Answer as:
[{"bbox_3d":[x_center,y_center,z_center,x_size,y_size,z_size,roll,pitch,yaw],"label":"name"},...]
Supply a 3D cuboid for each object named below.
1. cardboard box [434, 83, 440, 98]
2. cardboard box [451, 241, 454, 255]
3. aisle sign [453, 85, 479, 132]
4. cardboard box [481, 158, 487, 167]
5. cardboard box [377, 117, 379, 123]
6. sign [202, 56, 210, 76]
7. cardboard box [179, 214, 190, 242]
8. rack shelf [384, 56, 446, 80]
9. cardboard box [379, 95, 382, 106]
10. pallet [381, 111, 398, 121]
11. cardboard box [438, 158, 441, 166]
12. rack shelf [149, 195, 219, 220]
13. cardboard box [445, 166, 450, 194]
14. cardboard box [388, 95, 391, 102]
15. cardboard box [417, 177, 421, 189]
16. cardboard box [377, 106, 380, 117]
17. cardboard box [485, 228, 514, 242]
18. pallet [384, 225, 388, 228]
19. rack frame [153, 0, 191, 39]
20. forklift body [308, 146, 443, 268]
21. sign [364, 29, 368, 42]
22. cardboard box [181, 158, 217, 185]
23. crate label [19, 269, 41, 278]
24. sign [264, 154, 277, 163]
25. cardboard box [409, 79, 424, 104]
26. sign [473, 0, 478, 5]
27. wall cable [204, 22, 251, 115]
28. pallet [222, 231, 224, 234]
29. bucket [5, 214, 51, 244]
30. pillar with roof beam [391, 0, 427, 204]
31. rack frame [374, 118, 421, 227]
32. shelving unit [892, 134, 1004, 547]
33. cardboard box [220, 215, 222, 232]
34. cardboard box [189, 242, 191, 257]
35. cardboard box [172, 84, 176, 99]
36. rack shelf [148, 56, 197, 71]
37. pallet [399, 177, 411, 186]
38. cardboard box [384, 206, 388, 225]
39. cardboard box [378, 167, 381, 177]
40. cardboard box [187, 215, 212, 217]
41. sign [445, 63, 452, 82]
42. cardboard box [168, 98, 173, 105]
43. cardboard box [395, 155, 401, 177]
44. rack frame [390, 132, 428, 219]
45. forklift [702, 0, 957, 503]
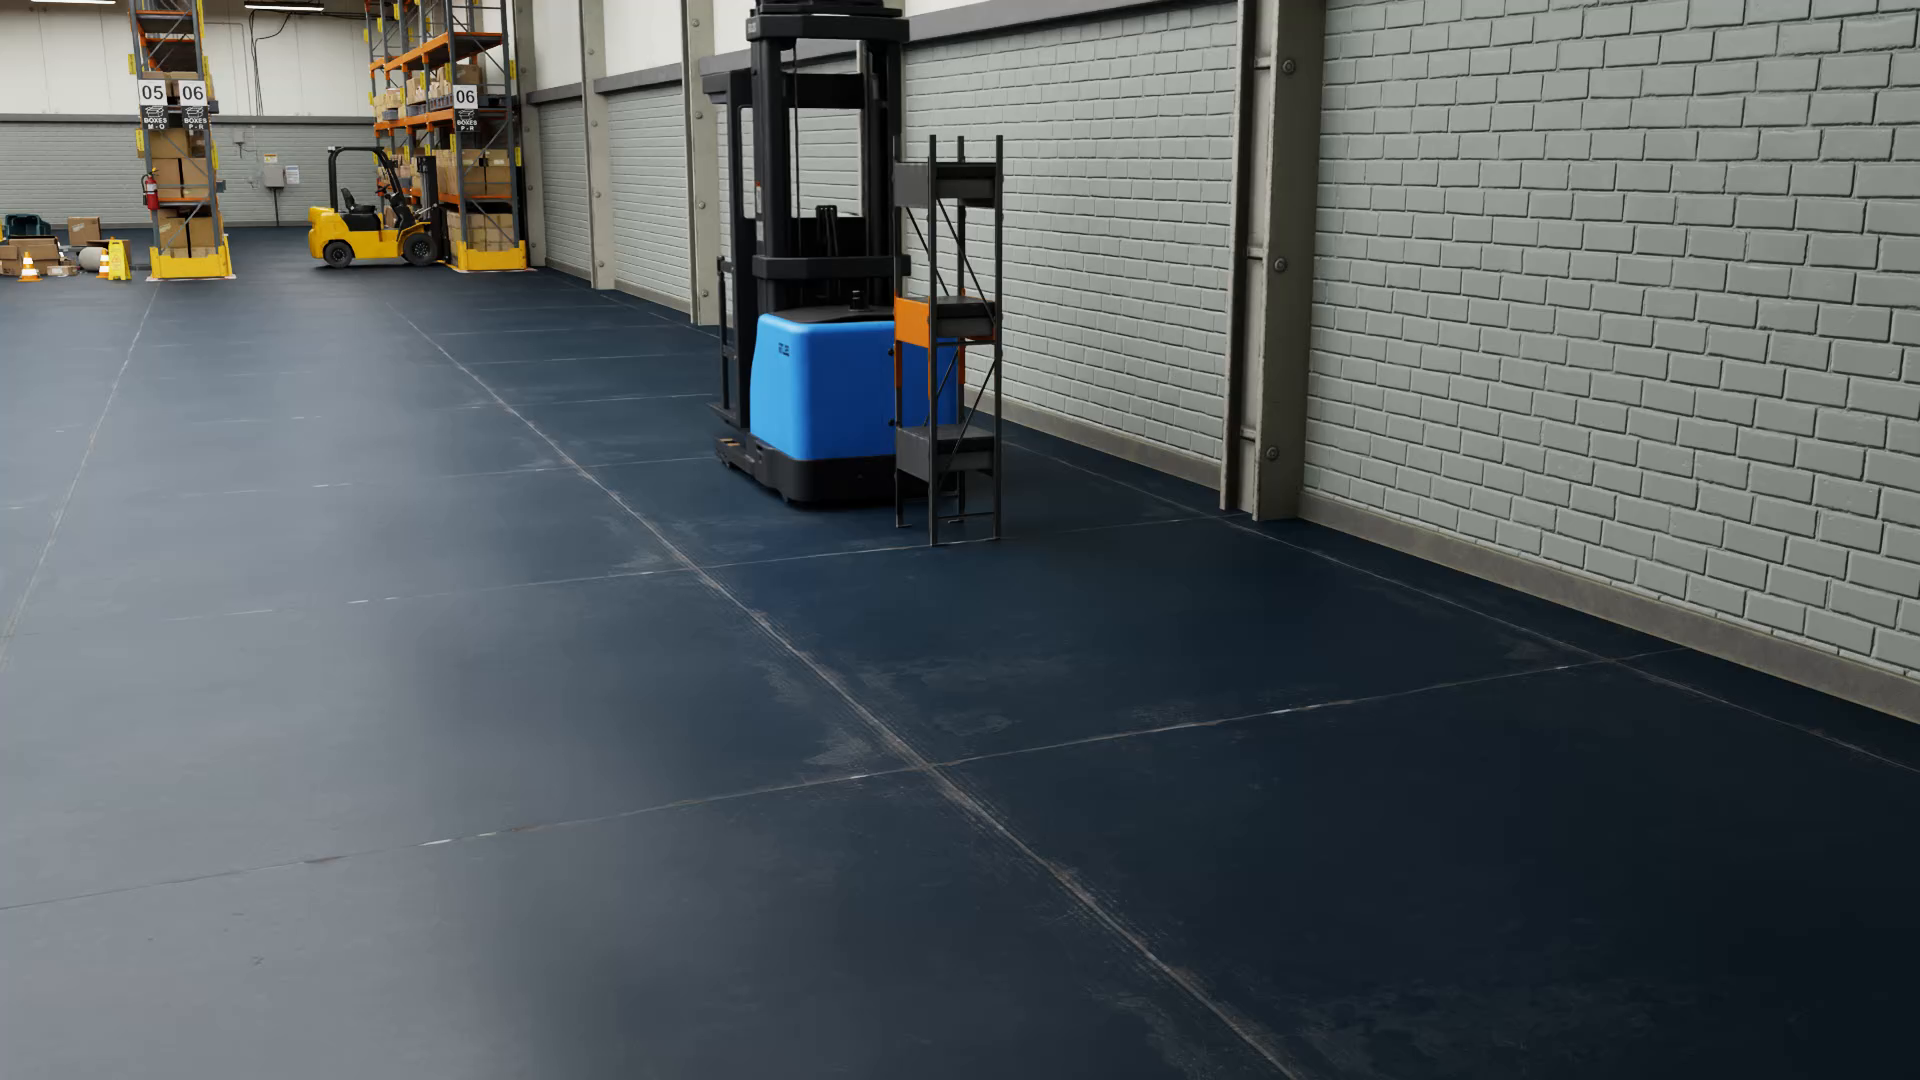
[{"bbox_3d":[-9.718,-8.496,31.420,0.396,0.266,0.258,-6,14,-24],"label":"cardboard box"},{"bbox_3d":[-9.101,-5.392,30.681,0.500,0.250,0.500,-6,14,-23],"label":"cardboard box"},{"bbox_3d":[-8.675,-7.581,29.208,0.394,0.787,0.004,-6,14,-23],"label":"aisle sign"},{"bbox_3d":[-8.488,-6.858,30.189,0.380,0.149,0.250,-6,14,-23],"label":"cardboard box"},{"bbox_3d":[-14.705,-10.745,42.550,0.380,0.149,0.250,-5,14,-22],"label":"cardboard box"},{"bbox_3d":[-12.482,-7.842,27.509,0.100,0.325,0.005,-6,14,-23],"label":"sign"},{"bbox_3d":[-14.161,-5.599,29.914,0.500,0.500,0.500,-5,14,-20],"label":"cardboard box"},{"bbox_3d":[-12.438,-10.798,38.051,1.077,0.370,4.000,-6,14,-23],"label":"rack shelf"},{"bbox_3d":[-14.280,-11.009,41.696,0.500,0.250,0.500,-5,14,-21],"label":"cardboard box"},{"bbox_3d":[-13.042,-10.063,39.460,1.213,0.211,1.003,-6,14,-23],"label":"pallet"},{"bbox_3d":[-9.778,-7.240,31.837,0.380,0.149,0.250,-6,14,-24],"label":"cardboard box"},{"bbox_3d":[-13.780,-5.968,29.600,1.077,0.370,4.000,-6,14,-23],"label":"rack shelf"},{"bbox_3d":[-9.275,-6.695,30.924,0.500,0.500,0.500,-6,14,-24],"label":"cardboard box"},{"bbox_3d":[-13.159,-10.314,38.873,0.380,0.149,0.250,-6,14,-24],"label":"cardboard box"},{"bbox_3d":[-11.273,-7.611,35.433,0.500,0.250,0.500,-6,14,-25],"label":"cardboard box"},{"bbox_3d":[-14.498,-10.867,42.192,0.500,0.250,0.500,-6,14,-25],"label":"cardboard box"},{"bbox_3d":[-8.430,-5.579,30.381,0.500,0.250,0.500,-5,14,-22],"label":"cardboard box"},{"bbox_3d":[-14.491,-8.121,43.492,1.003,0.211,1.213,-6,14,-23],"label":"pallet"},{"bbox_3d":[-19.388,-12.134,41.340,1.000,3.000,0.127,-6,14,-23],"label":"rack frame"},{"bbox_3d":[-10.864,-6.168,30.751,2.313,2.155,1.214,-6,14,-23],"label":"forklift body"},{"bbox_3d":[-15.339,-13.028,42.954,0.100,0.325,0.005,-6,14,-23],"label":"sign"},{"bbox_3d":[-13.125,-6.329,28.681,0.500,0.500,0.500,-5,14,-21],"label":"cardboard box"},{"bbox_3d":[-15.586,-4.470,27.878,0.298,0.136,0.250,9,16,35],"label":"crate label"},{"bbox_3d":[-19.819,-10.974,47.800,0.339,0.242,0.001,-6,14,-23],"label":"sign"},{"bbox_3d":[-11.276,-9.504,35.254,0.700,0.500,0.500,-6,14,-24],"label":"cardboard box"},{"bbox_3d":[-9.516,-10.681,32.640,0.100,0.325,0.005,-6,14,-23],"label":"sign"},{"bbox_3d":[-21.235,-13.351,46.599,2.355,3.000,0.029,-6,14,-23],"label":"wall cable"},{"bbox_3d":[-18.019,-7.190,39.469,1.003,0.211,1.213,-6,14,-23],"label":"pallet"},{"bbox_3d":[-16.909,-5.590,30.258,0.726,0.611,0.620,-1,3,-4],"label":"bucket"},{"bbox_3d":[-19.040,-12.833,44.359,9.100,9.000,0.548,-6,14,-23],"label":"pillar with roof beam"},{"bbox_3d":[-14.842,-9.660,43.957,1.000,3.000,0.127,-6,14,-23],"label":"rack frame"},{"bbox_3d":[-0.066,-1.057,8.781,0.431,2.100,0.503,-6,14,-23],"label":"shelving unit"},{"bbox_3d":[-17.939,-7.481,39.290,0.875,0.438,0.875,-6,14,-24],"label":"cardboard box"},{"bbox_3d":[-14.153,-5.232,29.990,0.500,0.250,0.500,-6,14,-24],"label":"cardboard box"},{"bbox_3d":[-13.359,-7.776,28.837,0.500,0.250,0.500,-5,14,-21],"label":"cardboard box"},{"bbox_3d":[-16.985,-10.349,36.110,1.077,0.370,4.000,-6,14,-23],"label":"rack shelf"},{"bbox_3d":[-12.420,-8.315,38.571,1.003,0.211,1.213,-6,14,-23],"label":"pallet"},{"bbox_3d":[-14.683,-8.514,43.608,0.797,0.503,0.637,-6,14,-25],"label":"cardboard box"},{"bbox_3d":[-14.907,-9.614,43.430,0.500,0.250,0.500,-6,14,-23],"label":"cardboard box"},{"bbox_3d":[-13.272,-5.440,29.226,0.500,0.500,0.500,-6,14,-25],"label":"cardboard box"},{"bbox_3d":[-8.935,-8.163,29.046,0.100,0.325,0.005,-6,14,-23],"label":"sign"},{"bbox_3d":[-13.623,-7.458,28.345,0.380,0.149,0.250,-6,14,-23],"label":"cardboard box"},{"bbox_3d":[-12.729,-8.698,38.646,0.700,0.500,0.500,-6,14,-23],"label":"cardboard box"},{"bbox_3d":[-13.239,-8.834,40.386,1.000,3.000,0.127,-6,14,-23],"label":"rack frame"},{"bbox_3d":[-0.995,-1.930,10.710,1.130,2.935,3.031,-5,14,-21],"label":"forklift"}]
